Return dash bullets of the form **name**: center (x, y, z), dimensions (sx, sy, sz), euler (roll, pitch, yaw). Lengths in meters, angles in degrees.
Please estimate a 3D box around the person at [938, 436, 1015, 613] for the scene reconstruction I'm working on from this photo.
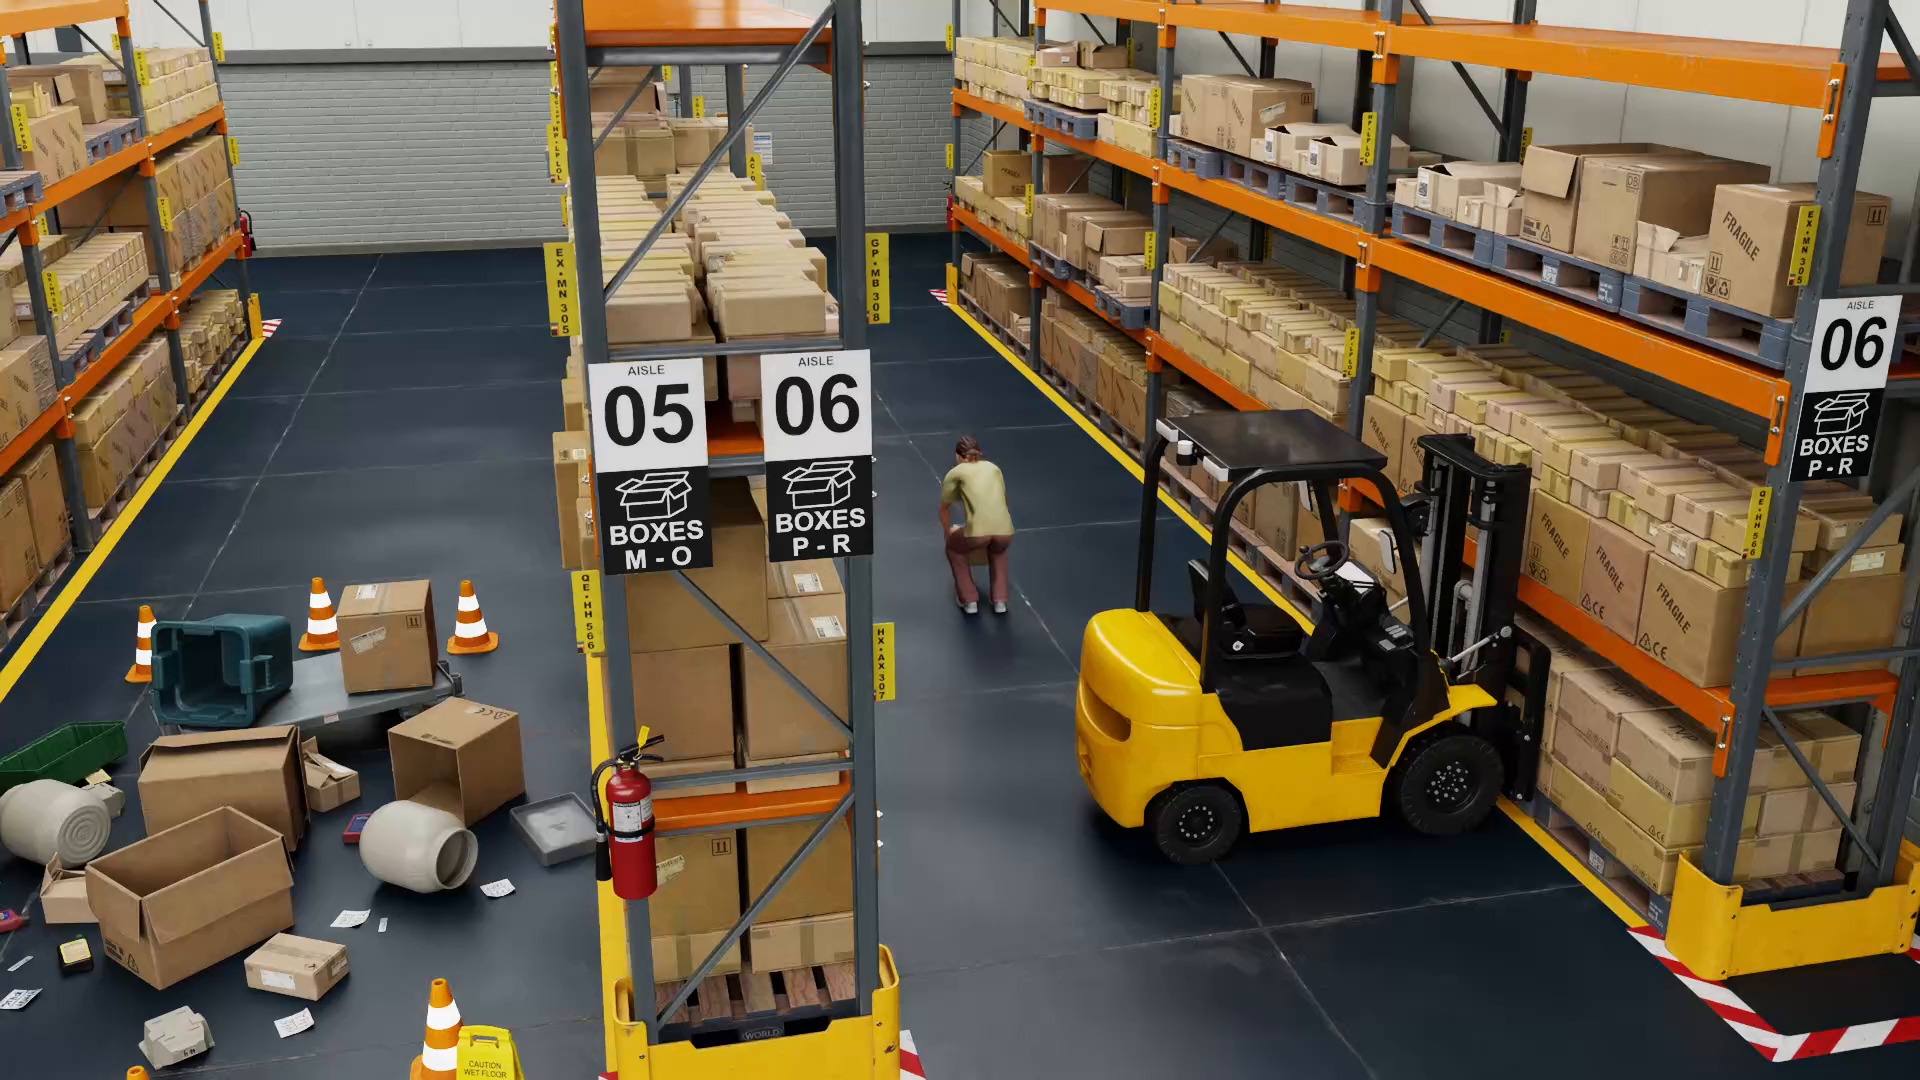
- **person**: center (0.114, -0.095, 12.019), dimensions (0.509, 1.222, 0.716), euler (-5, 20, -12)
